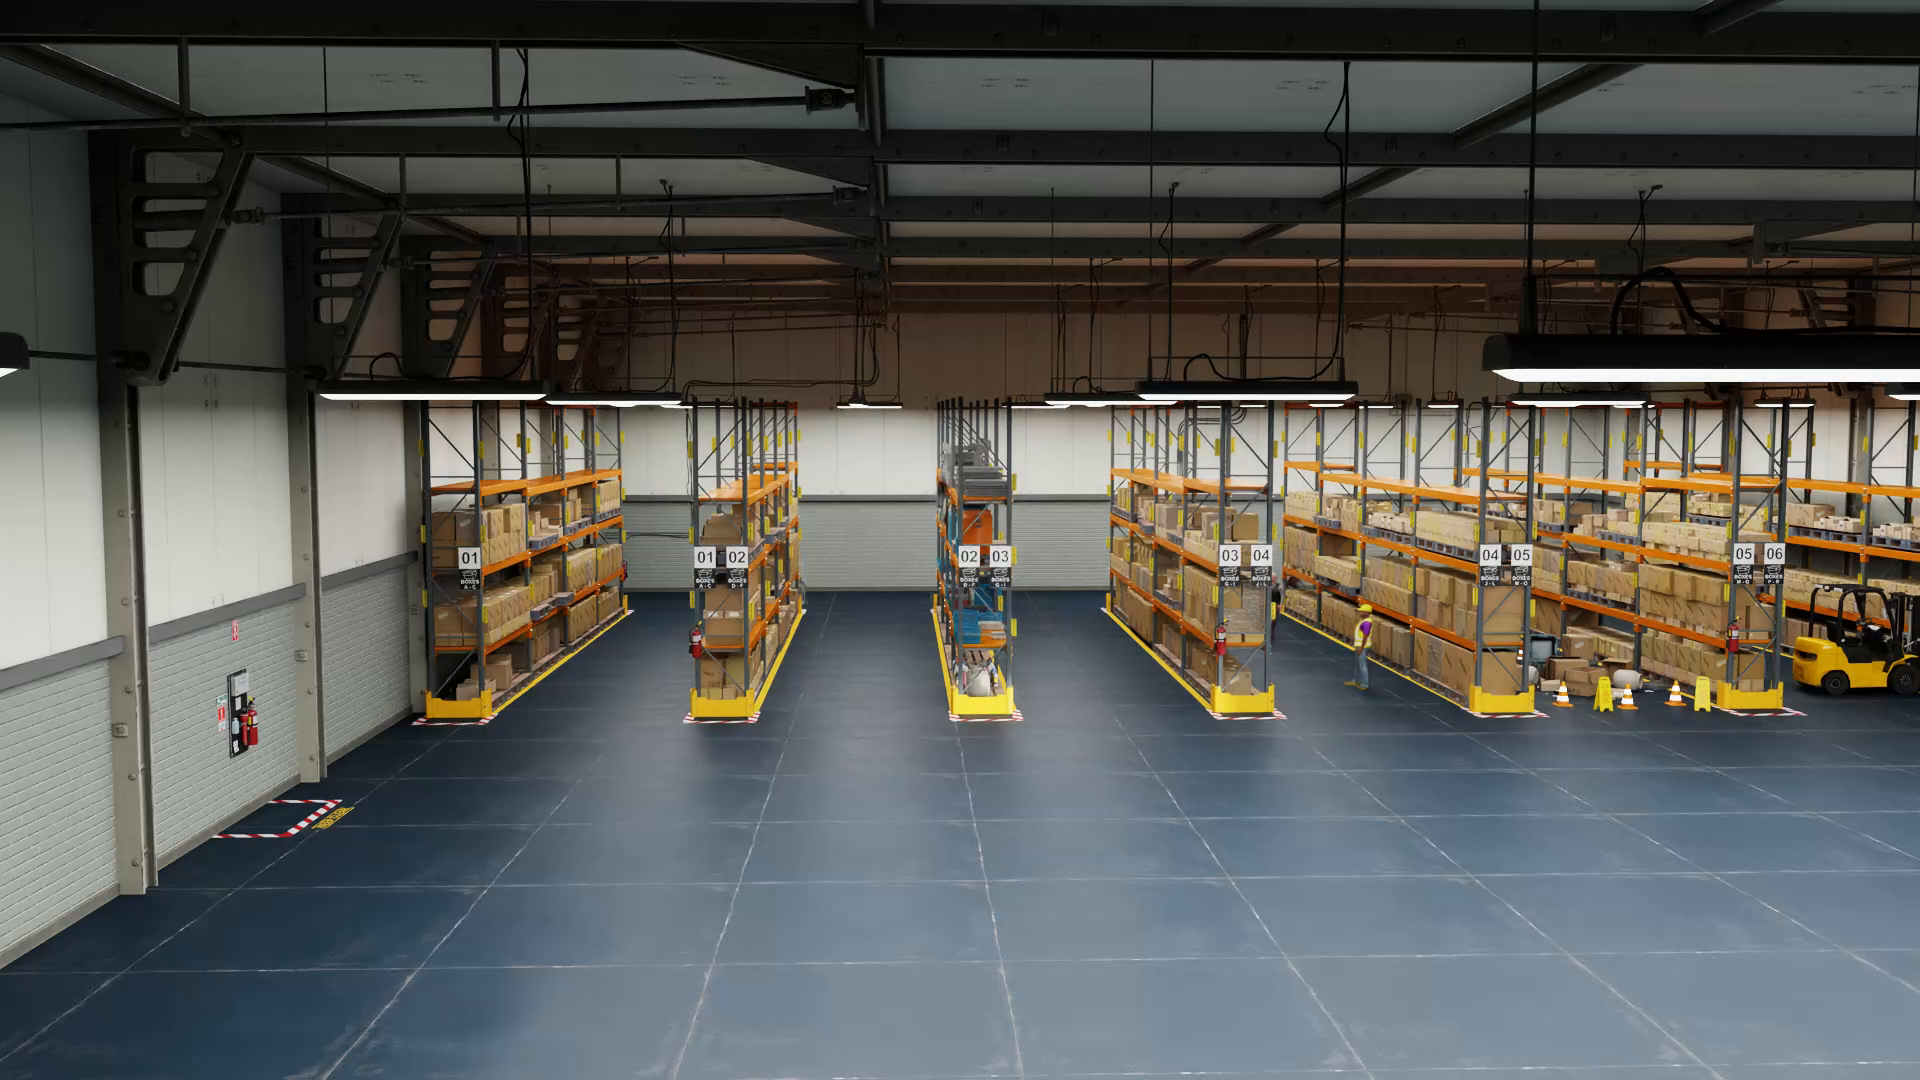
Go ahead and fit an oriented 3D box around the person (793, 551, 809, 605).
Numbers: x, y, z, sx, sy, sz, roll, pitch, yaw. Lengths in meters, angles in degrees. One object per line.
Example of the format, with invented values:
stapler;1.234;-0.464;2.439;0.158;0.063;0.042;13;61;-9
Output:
person;-4.799;1.126;49.215;0.578;1.610;0.542;1;4;9

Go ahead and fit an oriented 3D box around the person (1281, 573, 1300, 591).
person;9.728;1.071;49.008;1.129;1.729;0.729;1;4;7

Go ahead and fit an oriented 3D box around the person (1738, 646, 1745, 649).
person;17.078;2.074;36.445;0.474;1.689;0.437;-4;6;-42

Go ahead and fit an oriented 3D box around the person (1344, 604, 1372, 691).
person;8.226;2.197;34.382;0.653;1.762;0.577;3;5;30

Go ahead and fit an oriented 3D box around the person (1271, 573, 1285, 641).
person;7.837;1.670;41.544;0.487;1.674;1.045;0;4;-5
